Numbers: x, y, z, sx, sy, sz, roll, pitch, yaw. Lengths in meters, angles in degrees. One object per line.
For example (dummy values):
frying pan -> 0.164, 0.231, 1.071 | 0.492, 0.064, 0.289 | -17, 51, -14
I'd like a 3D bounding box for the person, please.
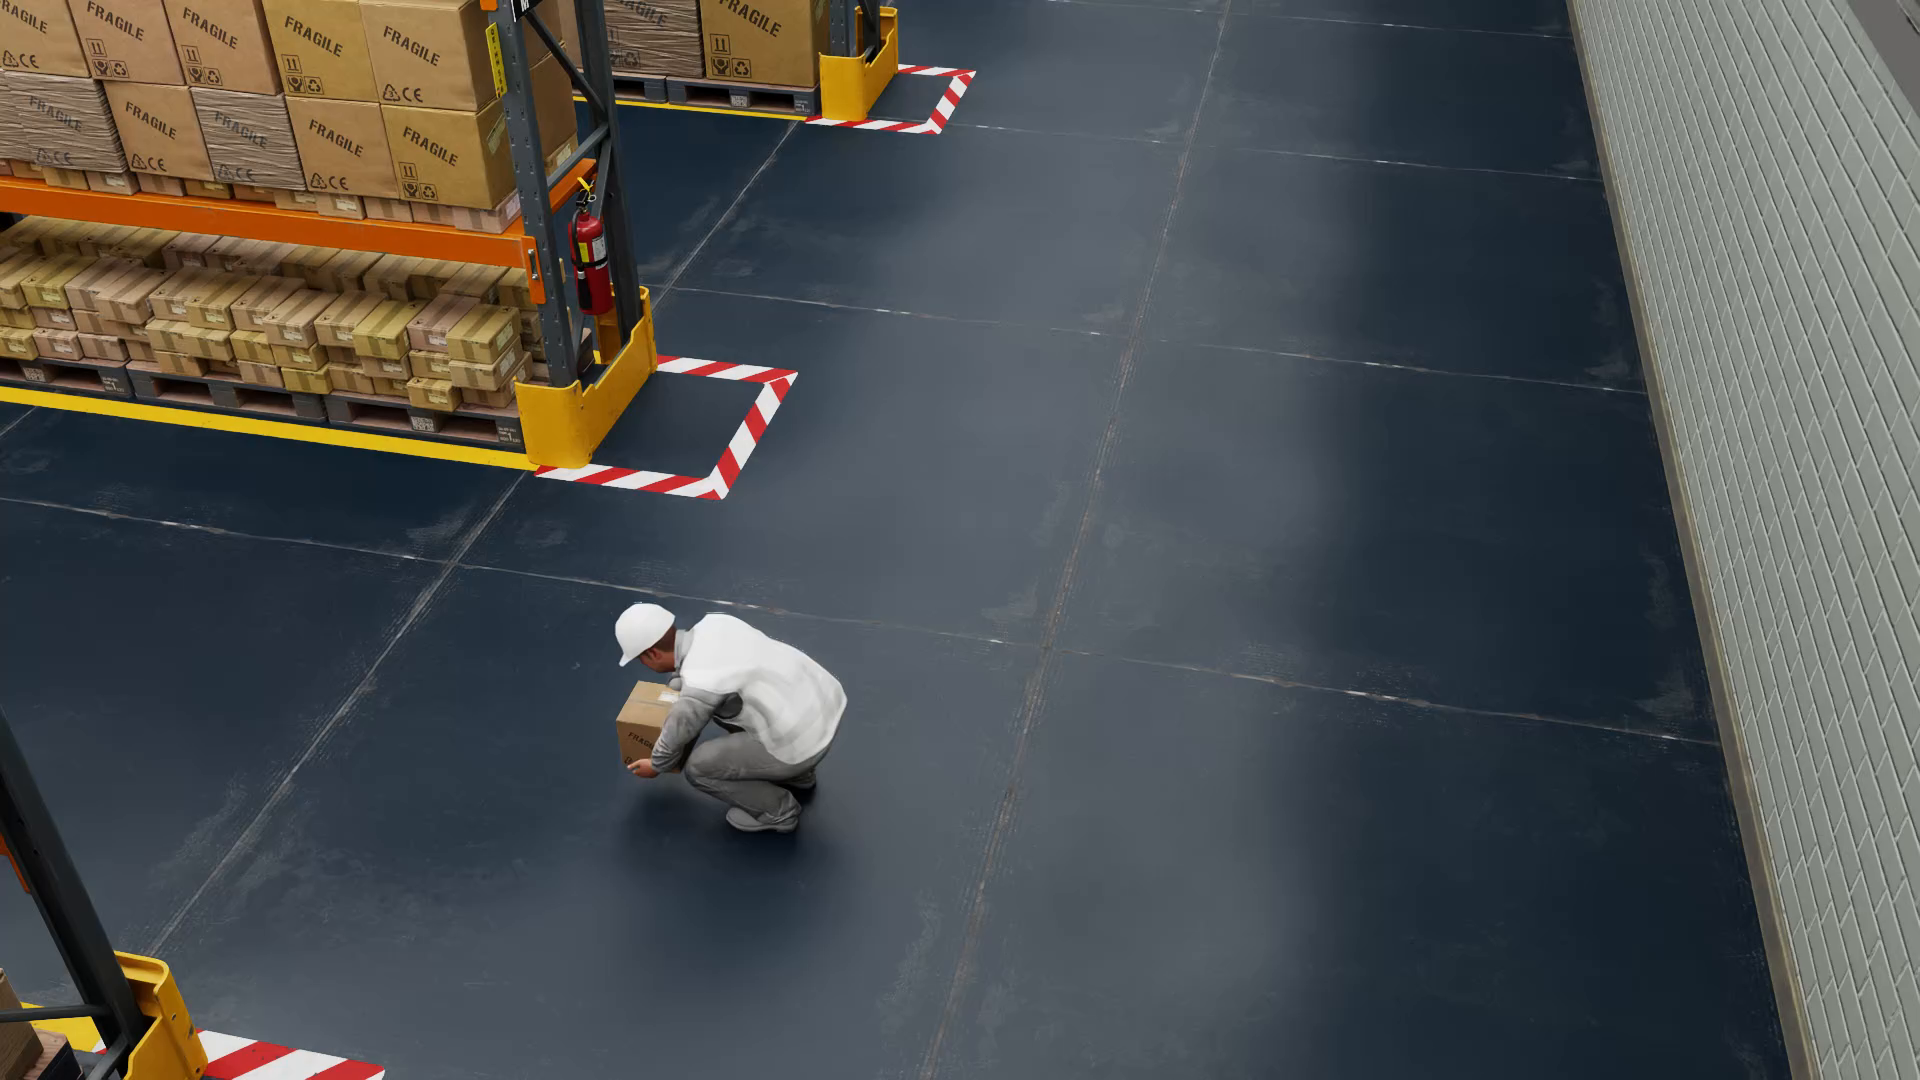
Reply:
person -> -0.906, 0.682, 6.665 | 0.870, 1.012, 0.541 | 7, 37, 10
